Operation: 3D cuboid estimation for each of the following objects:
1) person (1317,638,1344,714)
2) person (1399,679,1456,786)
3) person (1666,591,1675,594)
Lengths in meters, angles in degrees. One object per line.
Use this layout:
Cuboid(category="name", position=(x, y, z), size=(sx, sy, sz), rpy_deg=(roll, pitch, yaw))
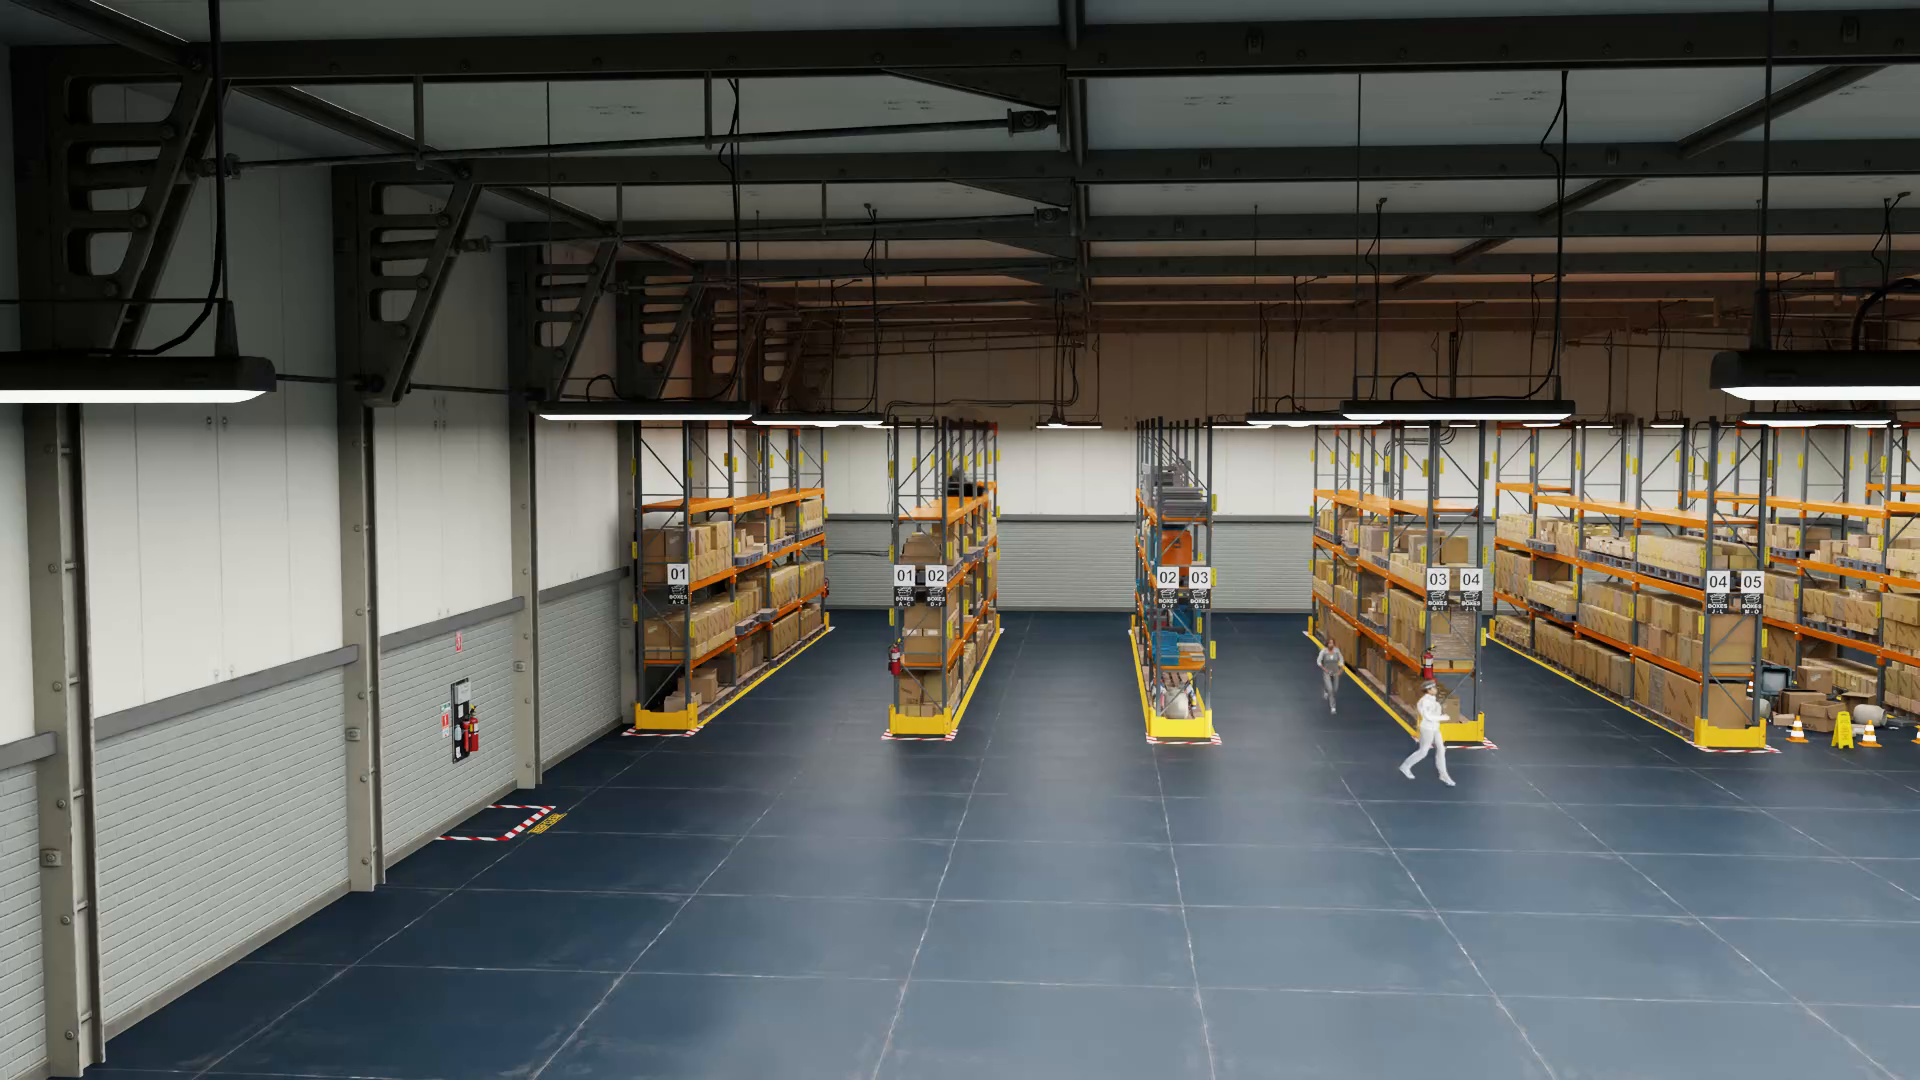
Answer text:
Cuboid(category="person", position=(7.555, 2.750, 33.990), size=(0.567, 1.565, 0.665), rpy_deg=(0, 4, -3))
Cuboid(category="person", position=(7.588, 3.102, 26.962), size=(0.896, 1.724, 0.600), rpy_deg=(2, 4, 29))
Cuboid(category="person", position=(20.170, 1.811, 47.285), size=(0.600, 1.687, 0.707), rpy_deg=(2, 4, 34))
